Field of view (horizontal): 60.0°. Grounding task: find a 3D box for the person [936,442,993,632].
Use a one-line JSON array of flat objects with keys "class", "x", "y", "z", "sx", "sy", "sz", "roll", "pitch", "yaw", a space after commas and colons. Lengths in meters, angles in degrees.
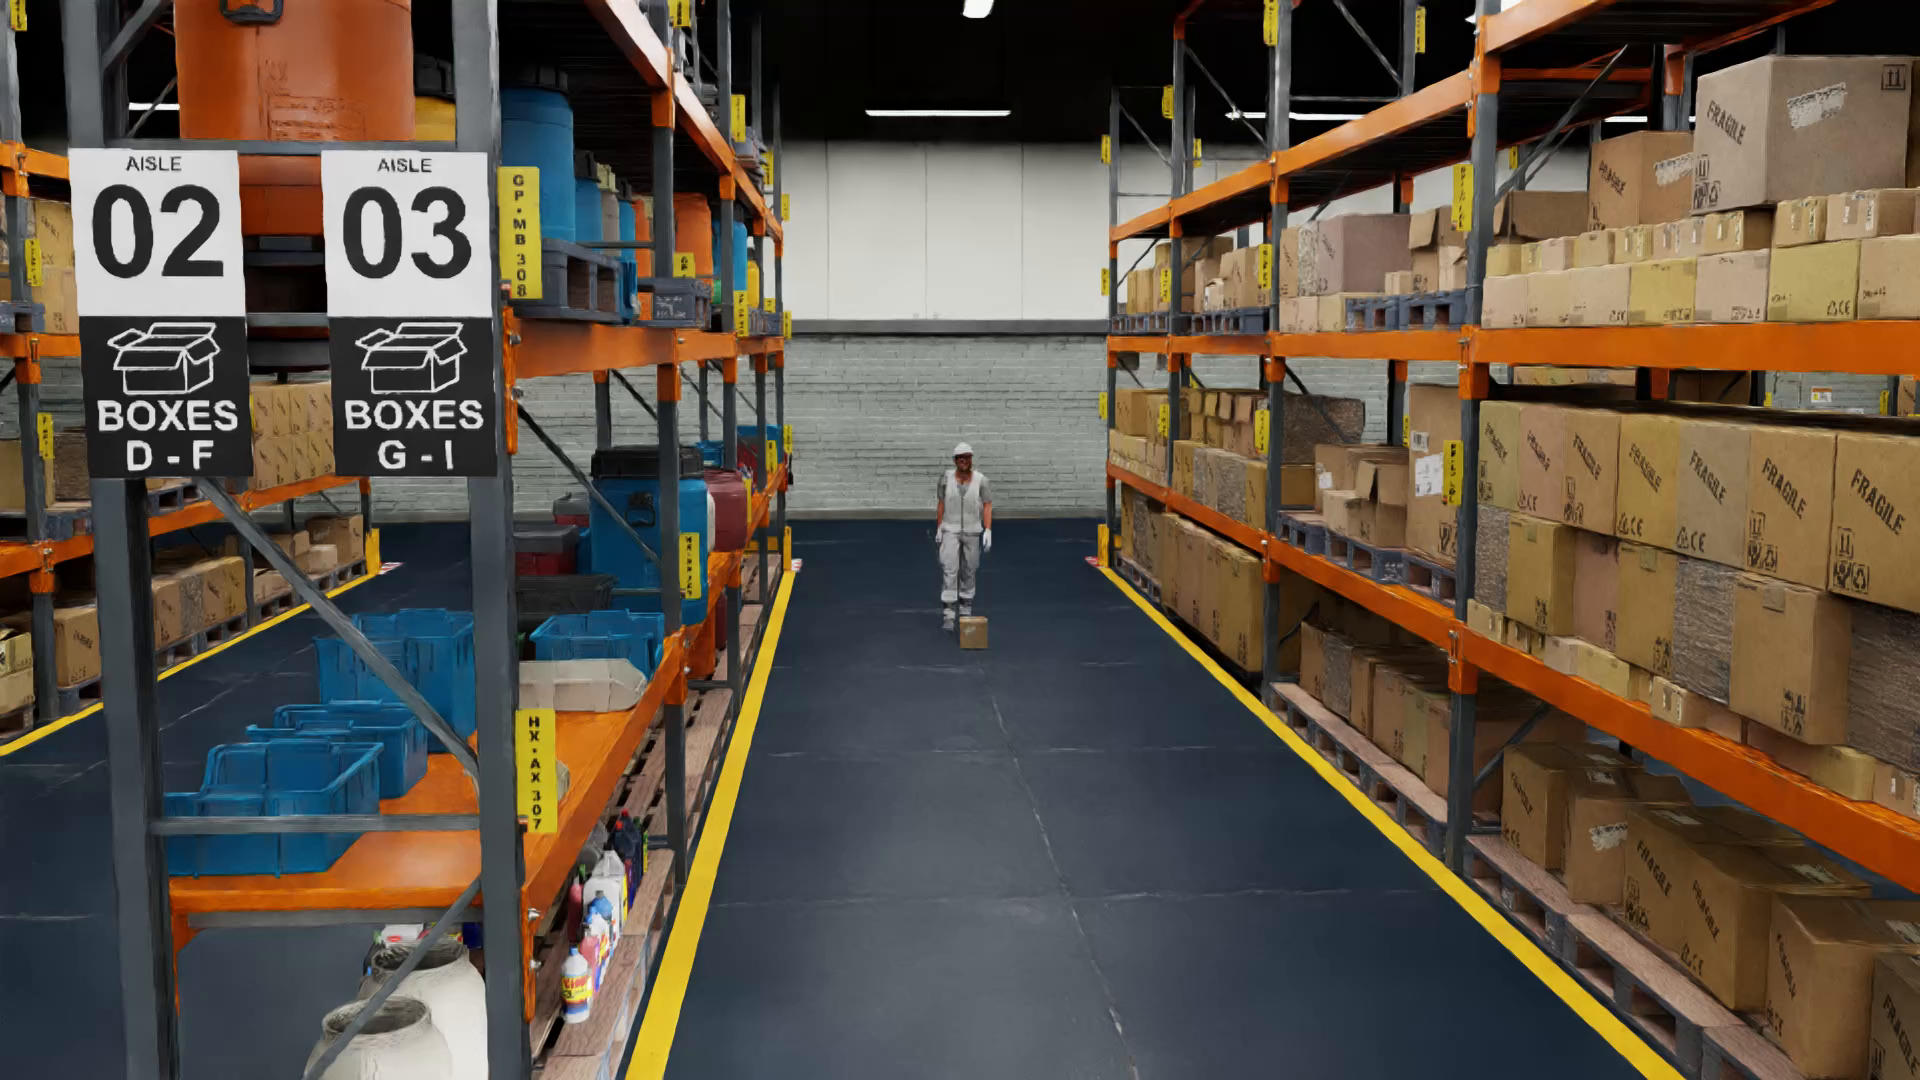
[{"class": "person", "x": 0.049, "y": -0.050, "z": 15.965, "sx": 0.535, "sy": 1.777, "sz": 0.700, "roll": -1, "pitch": 7, "yaw": -5}]
